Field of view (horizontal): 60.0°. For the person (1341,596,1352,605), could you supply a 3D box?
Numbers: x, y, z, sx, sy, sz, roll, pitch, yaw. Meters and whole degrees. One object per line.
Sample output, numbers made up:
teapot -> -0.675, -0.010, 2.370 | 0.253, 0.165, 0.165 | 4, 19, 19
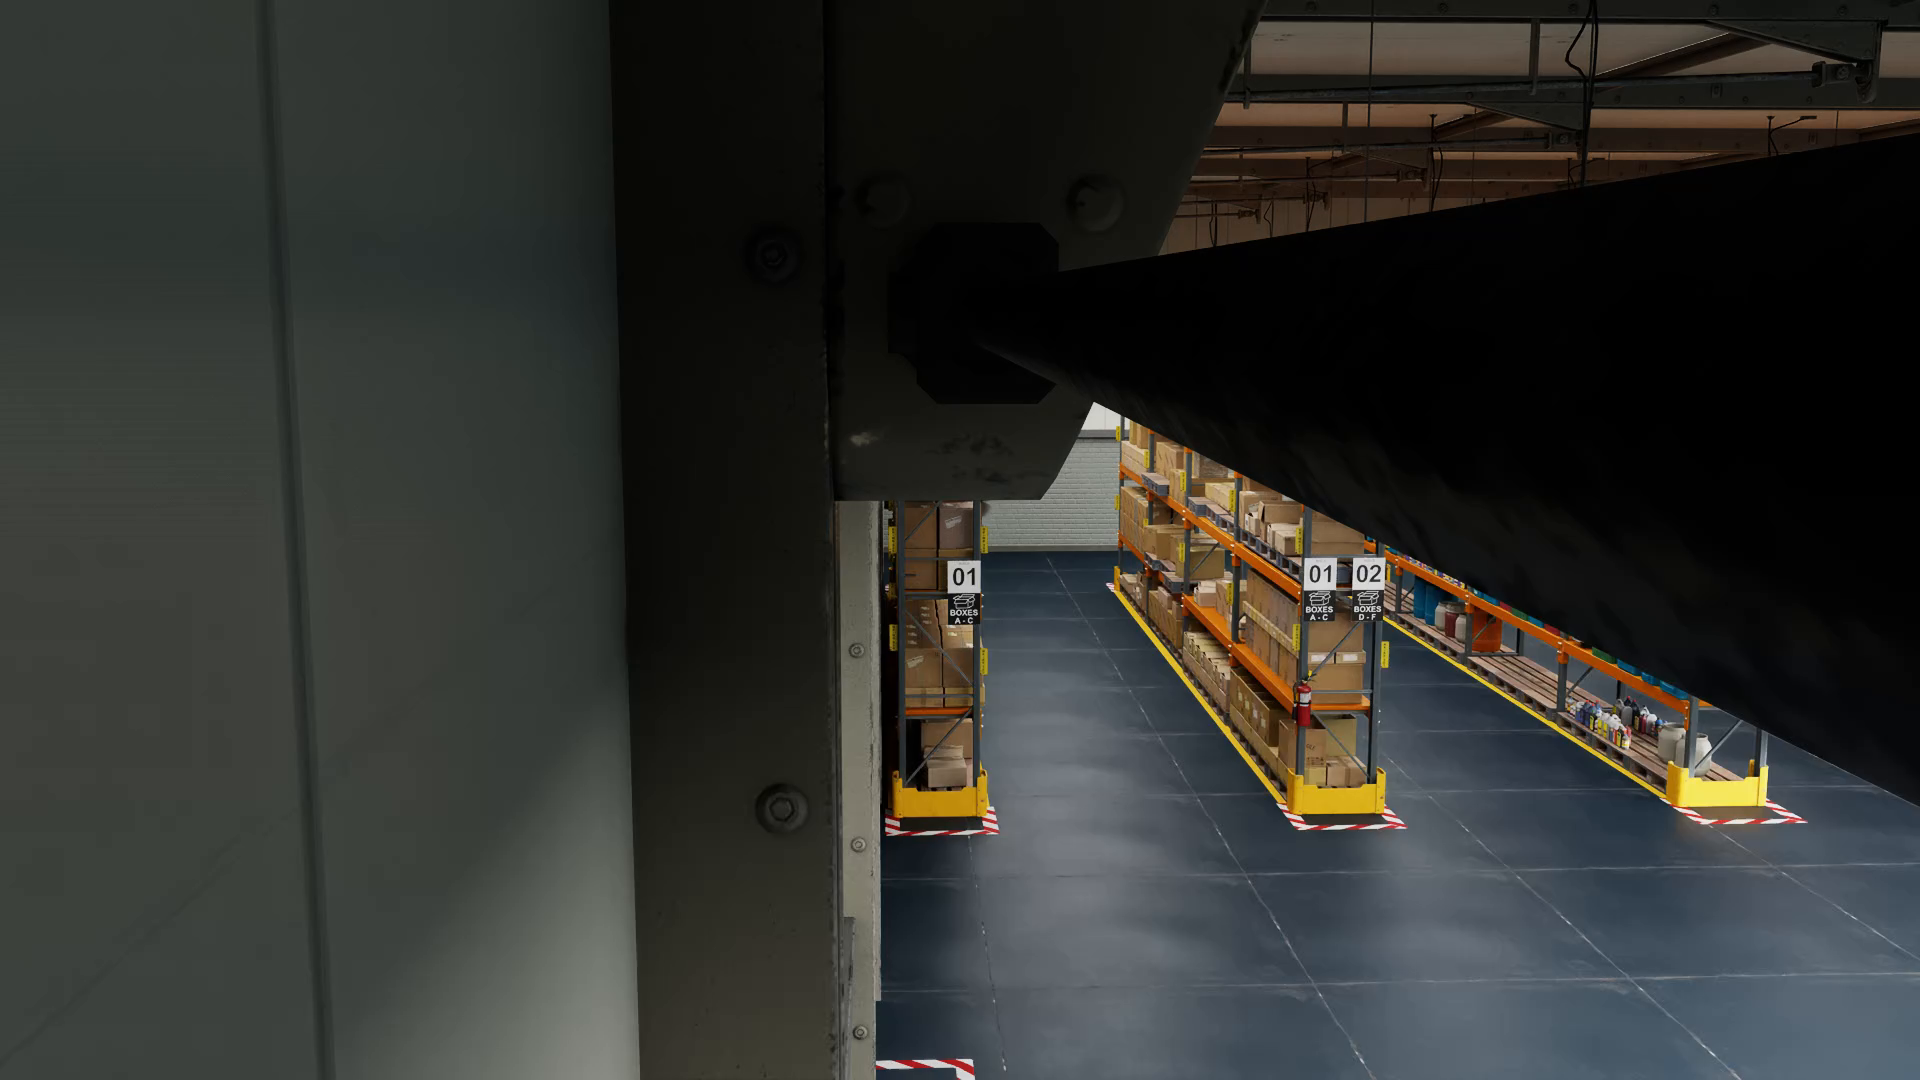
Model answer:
person -> 7.439, 0.894, 31.885 | 0.700, 1.761, 0.872 | -1, 8, -5
